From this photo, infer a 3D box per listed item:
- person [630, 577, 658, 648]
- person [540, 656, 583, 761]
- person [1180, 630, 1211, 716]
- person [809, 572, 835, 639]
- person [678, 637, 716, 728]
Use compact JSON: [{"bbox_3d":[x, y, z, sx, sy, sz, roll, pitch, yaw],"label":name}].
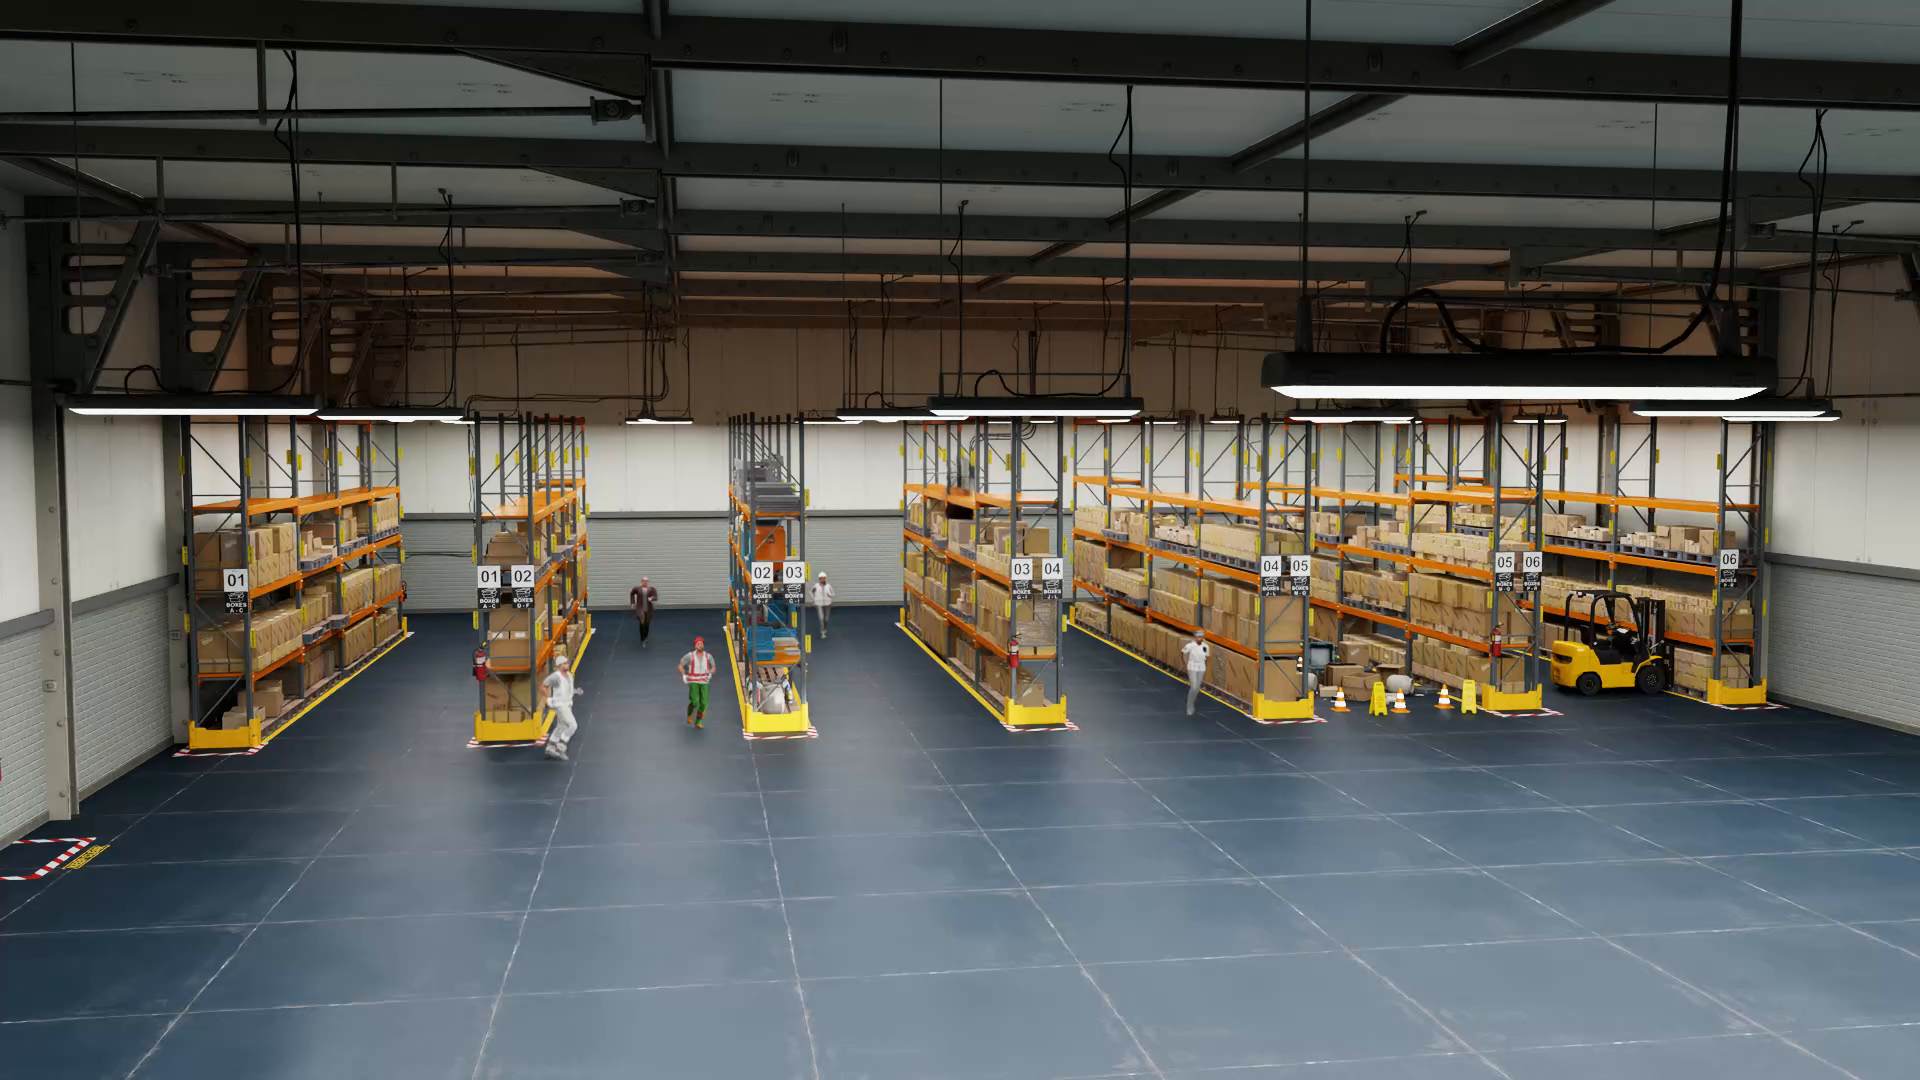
[{"bbox_3d":[-8.253,1.874,43.537,0.666,1.846,0.939,-1,4,-21],"label":"person"},{"bbox_3d":[-6.824,2.886,28.610,0.715,1.795,0.631,1,4,17],"label":"person"},{"bbox_3d":[4.729,2.644,33.241,0.576,1.730,0.722,-1,4,-17],"label":"person"},{"bbox_3d":[-3.724,1.754,45.103,0.662,1.748,0.965,-1,4,-17],"label":"person"},{"bbox_3d":[-4.938,2.712,31.519,0.696,1.727,0.561,-2,4,-25],"label":"person"}]
